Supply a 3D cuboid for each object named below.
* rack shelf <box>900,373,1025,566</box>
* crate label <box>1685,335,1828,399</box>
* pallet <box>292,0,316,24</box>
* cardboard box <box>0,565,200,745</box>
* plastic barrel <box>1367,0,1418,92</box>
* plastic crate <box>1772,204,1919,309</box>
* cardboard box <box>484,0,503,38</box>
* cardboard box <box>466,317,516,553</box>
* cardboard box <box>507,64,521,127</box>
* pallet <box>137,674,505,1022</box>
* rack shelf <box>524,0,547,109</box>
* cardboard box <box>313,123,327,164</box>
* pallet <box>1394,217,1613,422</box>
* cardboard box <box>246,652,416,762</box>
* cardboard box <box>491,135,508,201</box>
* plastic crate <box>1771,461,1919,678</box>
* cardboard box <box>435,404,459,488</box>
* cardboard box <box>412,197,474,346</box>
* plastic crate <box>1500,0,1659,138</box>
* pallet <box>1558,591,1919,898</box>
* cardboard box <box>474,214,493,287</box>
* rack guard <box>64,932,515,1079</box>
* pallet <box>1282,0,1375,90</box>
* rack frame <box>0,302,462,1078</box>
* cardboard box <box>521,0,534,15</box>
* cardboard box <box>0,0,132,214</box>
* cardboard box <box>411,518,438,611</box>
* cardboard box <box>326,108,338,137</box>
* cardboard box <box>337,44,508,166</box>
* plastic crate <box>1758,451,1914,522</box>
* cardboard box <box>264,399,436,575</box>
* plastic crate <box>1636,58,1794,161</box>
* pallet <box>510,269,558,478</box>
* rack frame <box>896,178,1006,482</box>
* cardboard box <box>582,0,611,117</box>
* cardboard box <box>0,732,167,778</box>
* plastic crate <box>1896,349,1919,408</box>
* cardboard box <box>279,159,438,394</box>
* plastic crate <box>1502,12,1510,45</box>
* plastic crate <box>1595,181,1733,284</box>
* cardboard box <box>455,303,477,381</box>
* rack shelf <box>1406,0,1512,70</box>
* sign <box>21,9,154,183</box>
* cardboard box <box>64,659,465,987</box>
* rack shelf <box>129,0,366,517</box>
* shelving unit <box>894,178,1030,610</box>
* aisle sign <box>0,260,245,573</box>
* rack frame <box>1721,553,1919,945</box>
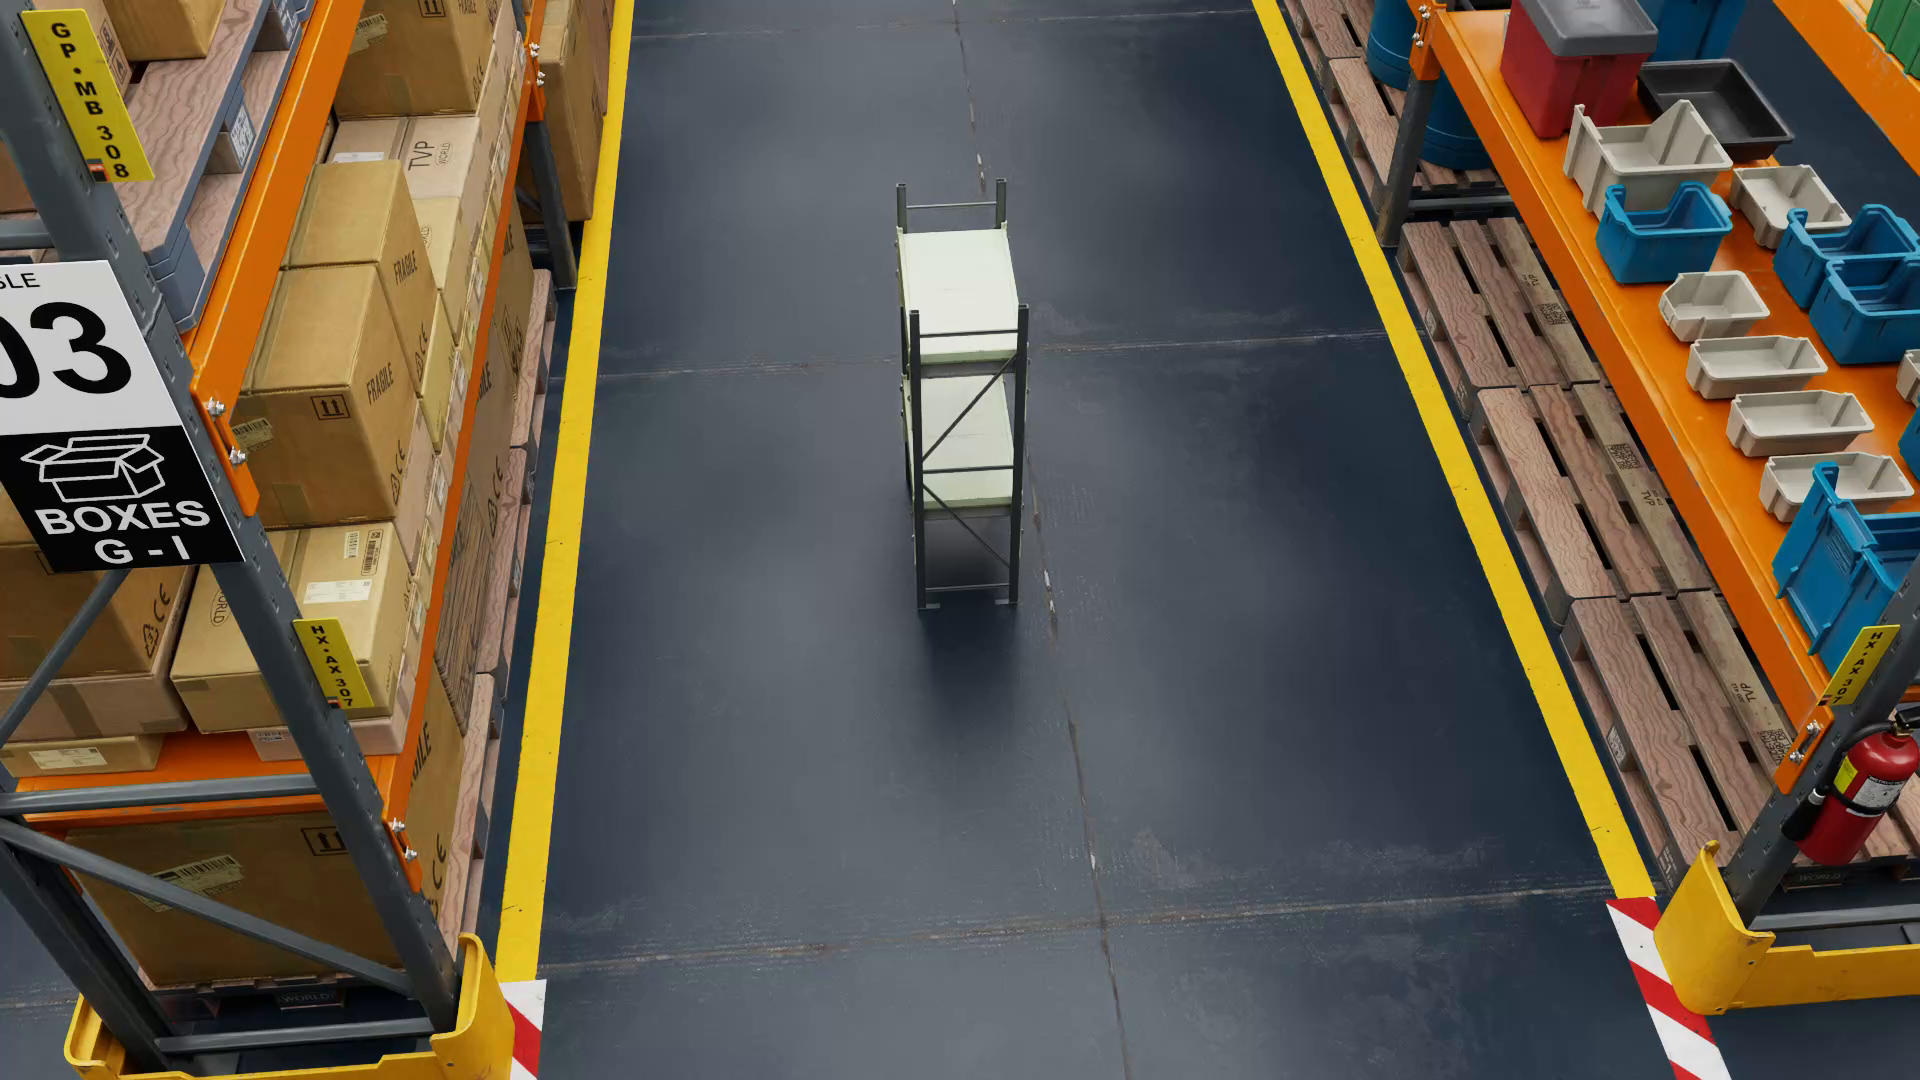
[{"bbox_3d":[-0.001,-0.296,6.583,0.431,0.370,0.720,-3,47,-3],"label":"rack shelf"},{"bbox_3d":[2.611,-0.574,5.505,0.396,0.136,0.243,-3,47,-3],"label":"crate label"},{"bbox_3d":[-2.196,-1.775,4.497,1.003,0.211,1.213,-3,47,-3],"label":"pallet"},{"bbox_3d":[-2.323,0.261,4.472,0.500,0.250,0.500,-4,47,-4],"label":"cardboard box"},{"bbox_3d":[2.494,-2.879,8.703,0.600,0.901,0.708,-3,47,-3],"label":"plastic barrel"},{"bbox_3d":[3.089,-0.986,5.829,0.416,0.233,0.300,-3,47,-3],"label":"plastic crate"},{"bbox_3d":[-2.048,-2.240,6.324,0.500,0.500,0.500,-2,47,-2],"label":"cardboard box"},{"bbox_3d":[-2.302,-0.528,6.495,0.875,0.875,0.875,-3,47,-3],"label":"cardboard box"},{"bbox_3d":[-1.979,-1.774,6.674,0.380,0.149,0.250,-3,47,-3],"label":"cardboard box"},{"bbox_3d":[-2.163,1.031,5.764,1.003,0.211,1.213,-3,47,-3],"label":"pallet"},{"bbox_3d":[-2.521,-3.447,8.581,1.077,0.370,4.000,-3,47,-3],"label":"rack shelf"},{"bbox_3d":[-2.486,-1.461,5.586,0.500,0.500,0.500,-5,47,-5],"label":"cardboard box"},{"bbox_3d":[2.683,-1.060,7.745,1.003,0.211,1.213,-3,47,-3],"label":"pallet"},{"bbox_3d":[-1.719,0.456,4.562,0.380,0.149,0.250,-3,47,-3],"label":"cardboard box"},{"bbox_3d":[-1.937,-1.403,6.322,0.380,0.149,0.250,-3,47,-3],"label":"cardboard box"},{"bbox_3d":[2.703,0.082,4.678,0.616,0.435,0.499,-3,47,-3],"label":"plastic crate"},{"bbox_3d":[-1.807,-0.288,5.266,0.380,0.149,0.250,-4,47,-4],"label":"cardboard box"},{"bbox_3d":[-1.927,-0.885,5.557,0.500,0.250,0.500,-4,47,-4],"label":"cardboard box"},{"bbox_3d":[2.407,-1.930,6.563,0.402,0.464,0.583,-3,47,-3],"label":"plastic crate"},{"bbox_3d":[2.887,0.705,6.073,1.003,0.211,1.213,-3,47,-3],"label":"pallet"},{"bbox_3d":[-1.893,-1.031,5.970,0.380,0.149,0.250,-4,47,-4],"label":"cardboard box"},{"bbox_3d":[-2.016,1.523,5.100,1.175,0.500,0.348,-3,47,-3],"label":"rack guard"},{"bbox_3d":[2.454,-3.035,9.616,1.003,0.211,1.213,-3,47,-3],"label":"pallet"},{"bbox_3d":[-2.018,0.646,4.208,1.000,3.000,0.127,-3,47,-3],"label":"rack frame"},{"bbox_3d":[-2.143,-2.630,7.243,0.500,0.500,0.500,-3,47,-3],"label":"cardboard box"},{"bbox_3d":[-2.115,-0.971,3.247,0.700,0.500,0.500,-6,47,-6],"label":"cardboard box"},{"bbox_3d":[-1.764,0.085,4.913,0.380,0.149,0.250,-4,47,-4],"label":"cardboard box"},{"bbox_3d":[-2.538,-1.582,6.218,0.500,0.250,0.500,-4,47,-3],"label":"cardboard box"},{"bbox_3d":[-2.009,-1.621,6.254,0.500,0.250,0.500,-2,47,-2],"label":"cardboard box"},{"bbox_3d":[2.668,-0.164,5.116,0.396,0.136,0.243,-3,47,-3],"label":"plastic crate"},{"bbox_3d":[-1.840,-0.144,4.855,0.500,0.250,0.500,-4,47,-4],"label":"cardboard box"},{"bbox_3d":[2.944,-1.681,6.561,0.437,0.125,0.590,-3,47,-3],"label":"plastic crate"},{"bbox_3d":[-2.368,-0.734,7.436,1.003,0.211,1.213,-3,47,-3],"label":"pallet"},{"bbox_3d":[-0.031,-0.785,6.597,0.400,1.500,0.023,-3,47,-3],"label":"rack frame"},{"bbox_3d":[-2.502,-2.770,8.618,1.225,0.875,0.875,-5,47,-5],"label":"cardboard box"},{"bbox_3d":[-2.376,0.495,4.525,0.380,0.149,0.250,-3,47,-3],"label":"cardboard box"},{"bbox_3d":[3.223,-0.511,5.445,0.250,0.136,0.298,-3,47,-3],"label":"plastic crate"},{"bbox_3d":[-1.881,-0.762,4.924,0.500,0.500,0.500,-5,47,-4],"label":"cardboard box"},{"bbox_3d":[2.479,-2.133,6.981,0.396,0.136,0.243,-3,47,-3],"label":"plastic crate"},{"bbox_3d":[2.490,-1.088,5.925,0.416,0.233,0.300,-3,47,-3],"label":"plastic crate"},{"bbox_3d":[-1.849,-0.657,5.616,0.380,0.149,0.250,-5,47,-4],"label":"cardboard box"},{"bbox_3d":[2.415,-3.748,8.866,1.077,0.370,4.000,-3,47,-3],"label":"rack shelf"},{"bbox_3d":[-1.465,-0.742,2.801,0.100,0.325,0.005,-3,47,-3],"label":"sign"},{"bbox_3d":[-2.152,0.774,5.261,0.875,0.875,0.875,-3,47,-3],"label":"cardboard box"},{"bbox_3d":[-2.186,-1.585,4.751,1.077,0.370,4.000,-3,47,-3],"label":"rack shelf"},{"bbox_3d":[-0.001,-0.521,6.347,0.431,1.500,0.755,-3,47,-3],"label":"shelving unit"},{"bbox_3d":[-1.713,-0.214,3.233,0.394,0.787,0.004,-3,47,-3],"label":"aisle sign"},{"bbox_3d":[2.917,0.345,4.494,1.000,3.000,0.127,-3,47,-3],"label":"rack frame"}]
